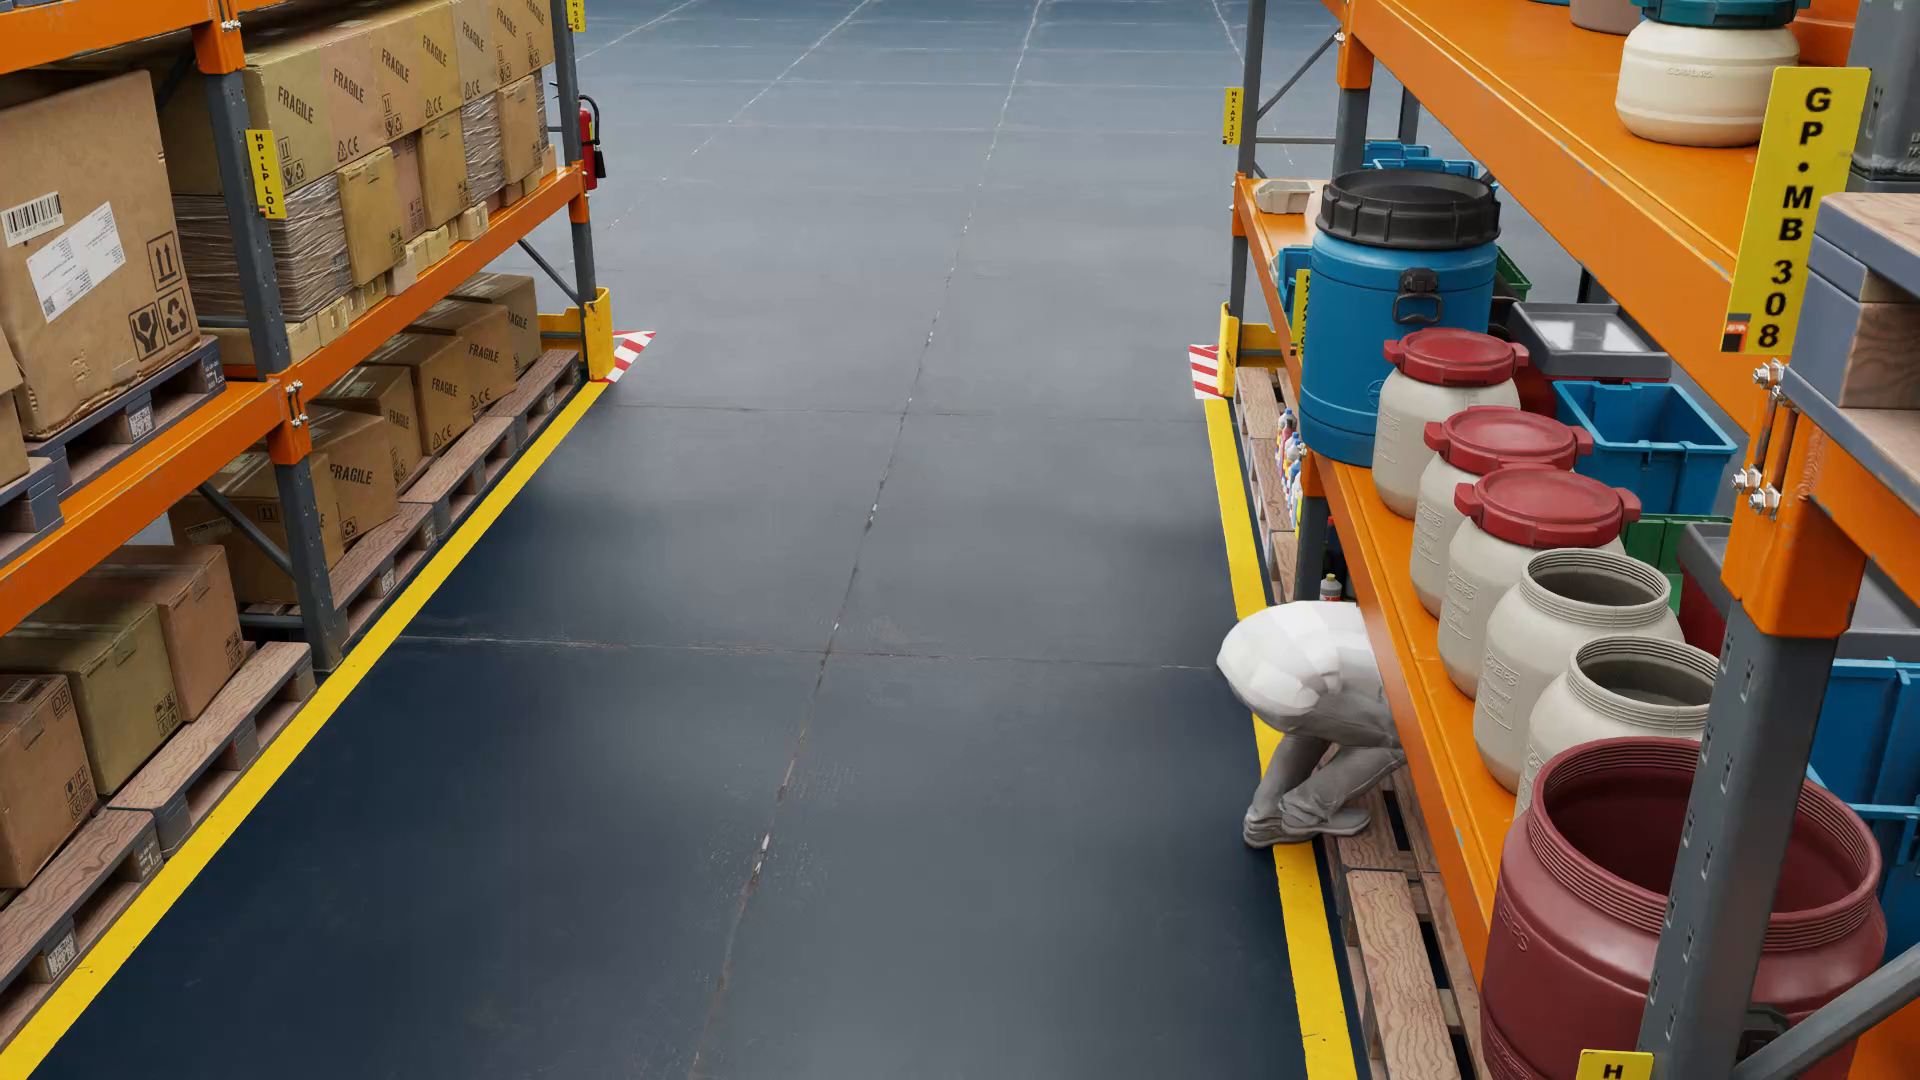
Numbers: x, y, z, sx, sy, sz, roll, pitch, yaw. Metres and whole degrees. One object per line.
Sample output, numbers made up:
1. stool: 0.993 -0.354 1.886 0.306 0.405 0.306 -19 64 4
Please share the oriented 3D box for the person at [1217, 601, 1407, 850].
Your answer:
1. person: 1.471 0.638 5.629 1.240 0.968 0.513 -6 25 -13
